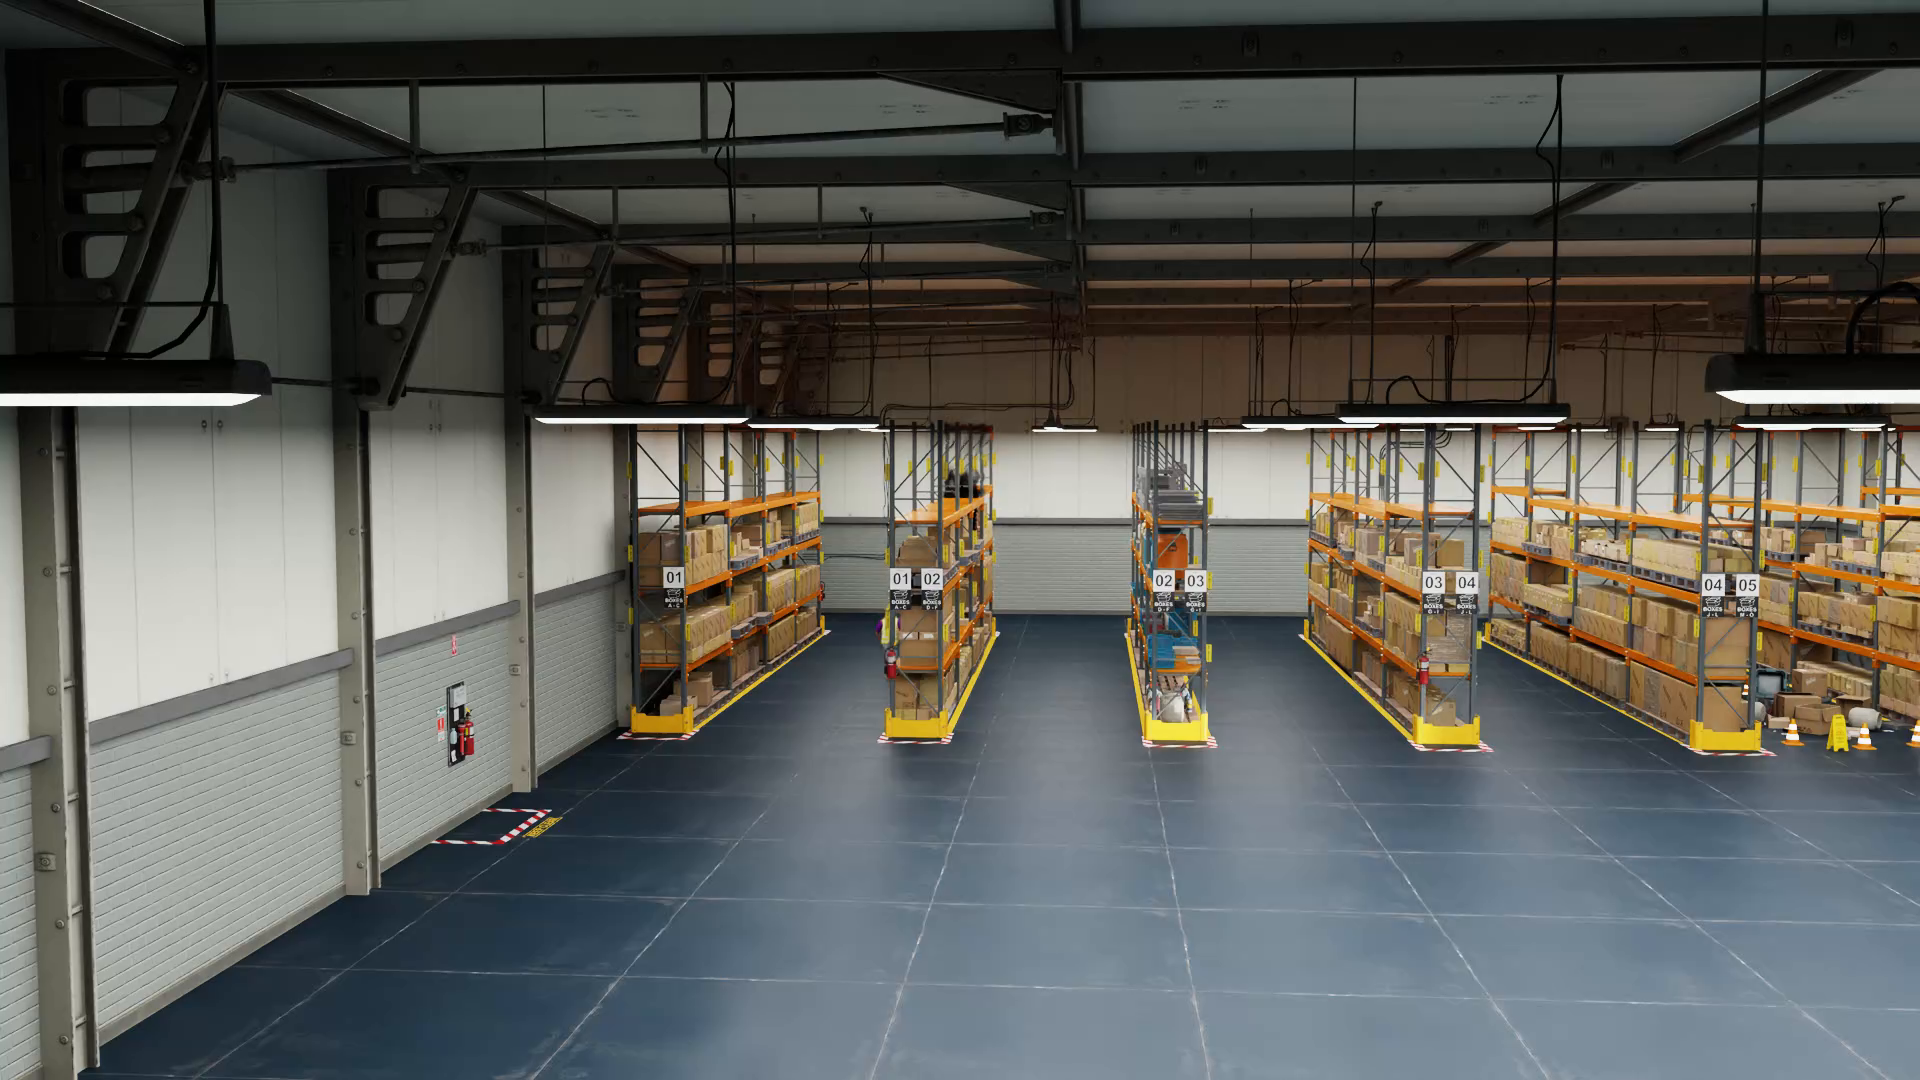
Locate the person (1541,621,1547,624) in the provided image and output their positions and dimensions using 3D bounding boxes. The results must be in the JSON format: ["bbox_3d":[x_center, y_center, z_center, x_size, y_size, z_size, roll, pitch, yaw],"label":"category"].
[{"bbox_3d":[16.565,1.904,46.604,0.719,1.781,0.675,-2,4,-33],"label":"person"}]

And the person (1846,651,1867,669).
[{"bbox_3d":[21.298,2.409,39.450,0.555,1.702,0.686,0,4,2],"label":"person"}]

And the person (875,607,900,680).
[{"bbox_3d":[-1.636,2.410,38.728,0.692,1.718,0.603,0,4,-1],"label":"person"}]
